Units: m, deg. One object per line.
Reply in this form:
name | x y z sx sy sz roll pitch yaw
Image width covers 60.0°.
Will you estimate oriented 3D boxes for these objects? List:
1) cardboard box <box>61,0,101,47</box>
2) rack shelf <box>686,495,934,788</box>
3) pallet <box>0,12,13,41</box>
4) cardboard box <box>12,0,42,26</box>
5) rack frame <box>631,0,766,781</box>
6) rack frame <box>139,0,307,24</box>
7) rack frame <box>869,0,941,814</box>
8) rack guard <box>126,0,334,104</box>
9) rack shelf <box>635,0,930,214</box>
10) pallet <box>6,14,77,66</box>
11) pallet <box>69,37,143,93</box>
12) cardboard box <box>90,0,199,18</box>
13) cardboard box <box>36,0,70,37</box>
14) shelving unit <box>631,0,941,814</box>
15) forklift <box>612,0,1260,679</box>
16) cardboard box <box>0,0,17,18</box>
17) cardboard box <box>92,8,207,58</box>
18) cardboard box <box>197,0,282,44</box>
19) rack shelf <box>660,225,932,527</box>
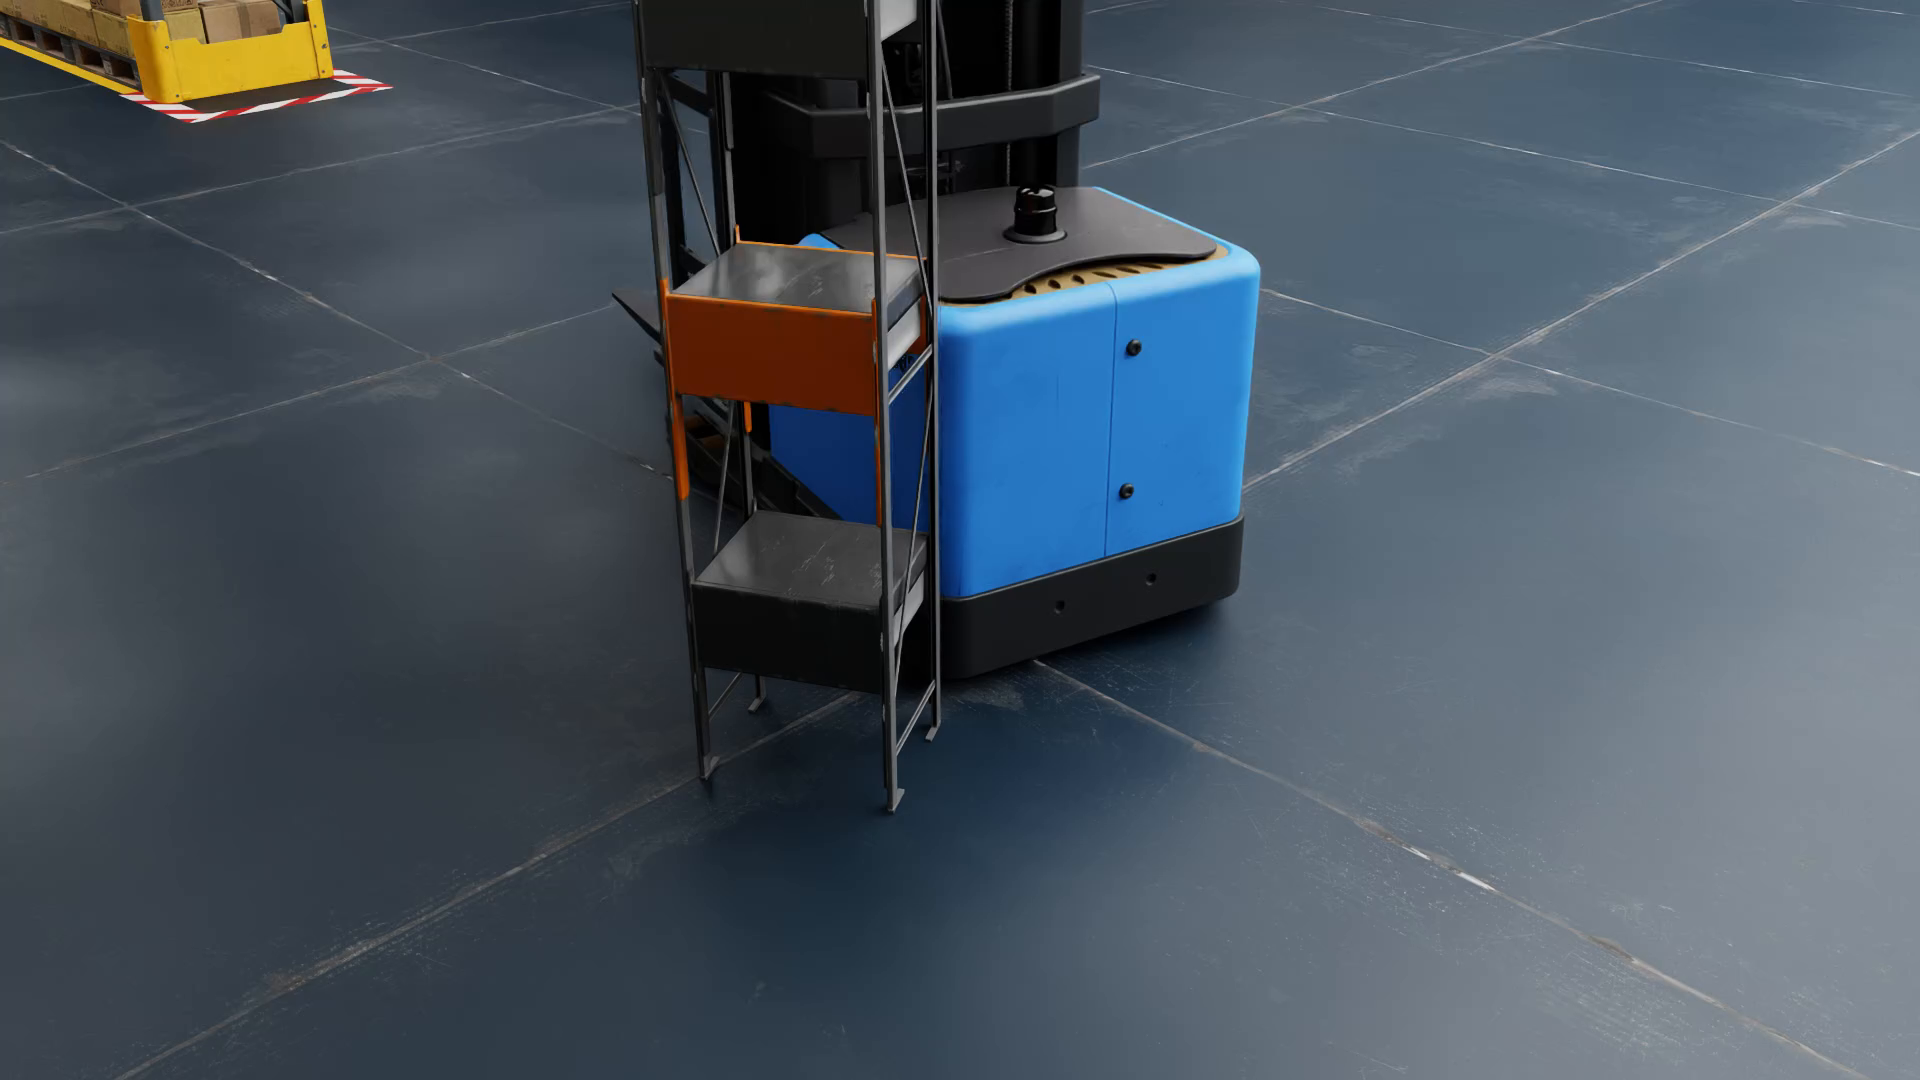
cardboard box | -5.693 -3.527 11.238 0.500 0.250 0.500 25 36 38
rack shelf | -0.347 0.240 4.071 0.480 0.518 0.431 8 29 14
pallet | -7.053 -4.120 12.858 1.213 0.211 1.003 25 36 38
cardboard box | -6.406 -3.853 11.859 0.500 0.250 0.500 25 36 38
rack frame | -0.582 -0.423 3.799 0.015 2.100 0.400 8 29 14
rack frame | -4.739 -4.322 10.247 0.127 3.000 1.000 25 36 38
rack frame | -0.112 -0.361 3.680 0.015 2.100 0.400 8 29 14
rack guard | -4.722 -3.208 10.814 0.348 0.500 1.175 25 36 38
rack shelf | -0.347 -0.999 3.420 0.480 0.518 0.431 8 29 14
pallet | -6.179 -3.722 12.101 1.213 0.211 1.003 25 36 38
pallet | -5.314 -3.324 11.344 1.213 0.211 1.003 25 36 38
cardboard box | -5.330 -3.699 10.759 0.500 0.500 0.500 25 36 38
cardboard box | -6.051 -3.690 11.547 0.500 0.250 0.500 25 36 38
shelving unit | -0.347 -0.392 3.739 0.503 2.100 0.431 8 29 14
forklift | -0.358 -1.580 5.105 1.130 2.935 3.031 -15 31 -26
cardboard box | -6.767 -4.015 12.165 0.500 0.250 0.500 25 36 38
cardboard box | -5.328 -3.368 10.935 0.500 0.250 0.500 25 36 38
cardboard box | -4.965 -3.540 11.262 0.500 0.250 0.500 25 36 38
rack shelf | -0.347 -0.380 3.746 0.480 0.518 0.431 8 29 14
